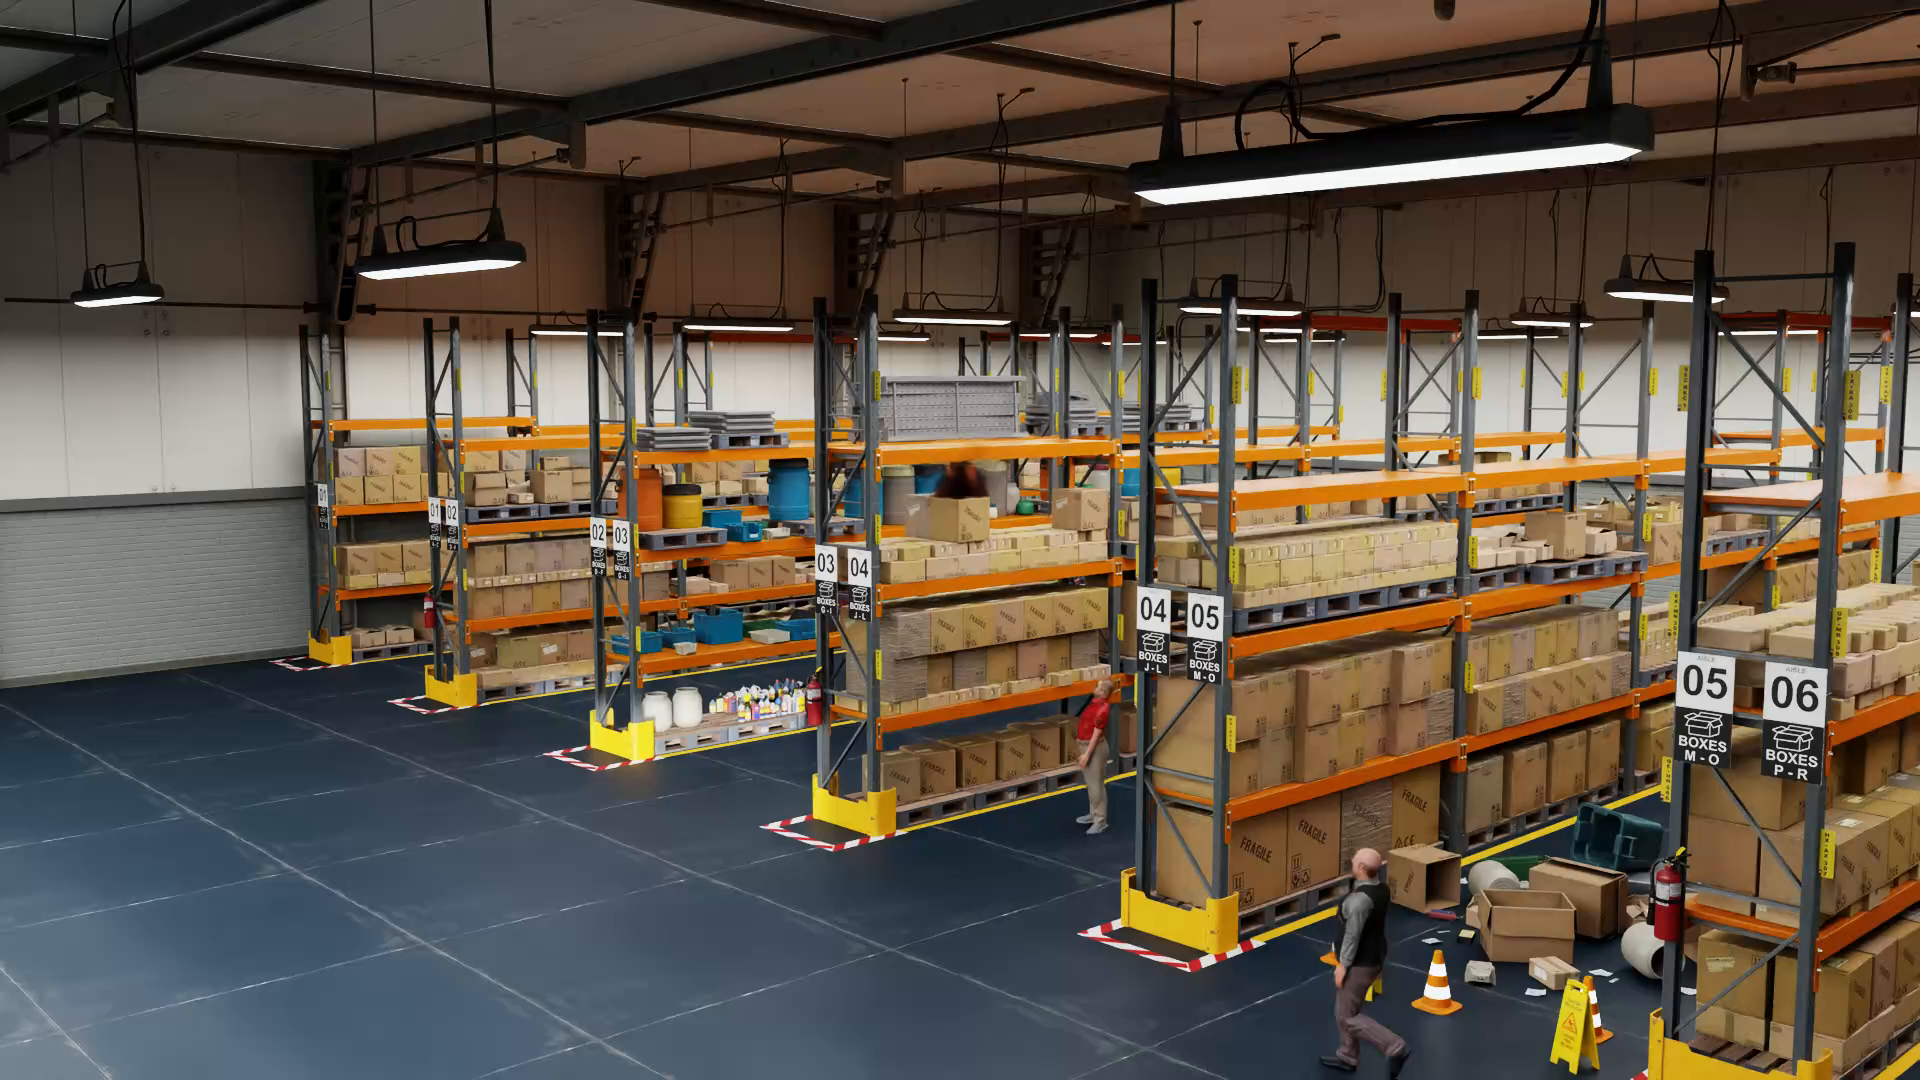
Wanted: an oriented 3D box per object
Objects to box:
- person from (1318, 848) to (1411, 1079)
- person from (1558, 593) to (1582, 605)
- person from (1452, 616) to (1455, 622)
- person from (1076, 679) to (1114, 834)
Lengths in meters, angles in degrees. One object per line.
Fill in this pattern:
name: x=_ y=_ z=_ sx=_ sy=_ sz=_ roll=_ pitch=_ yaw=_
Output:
person: x=2.942 y=3.058 z=12.125 sx=0.692 sy=1.657 sz=0.531 roll=3 pitch=7 yaw=28
person: x=11.203 y=1.256 z=30.591 sx=0.520 sy=1.609 sz=1.072 roll=-3 pitch=6 yaw=-26
person: x=7.217 y=1.858 z=24.249 sx=0.986 sy=1.729 sz=0.617 roll=-5 pitch=7 yaw=-38
person: x=1.511 y=2.439 z=18.864 sx=0.435 sy=1.753 sz=0.590 roll=-1 pitch=6 yaw=-9
